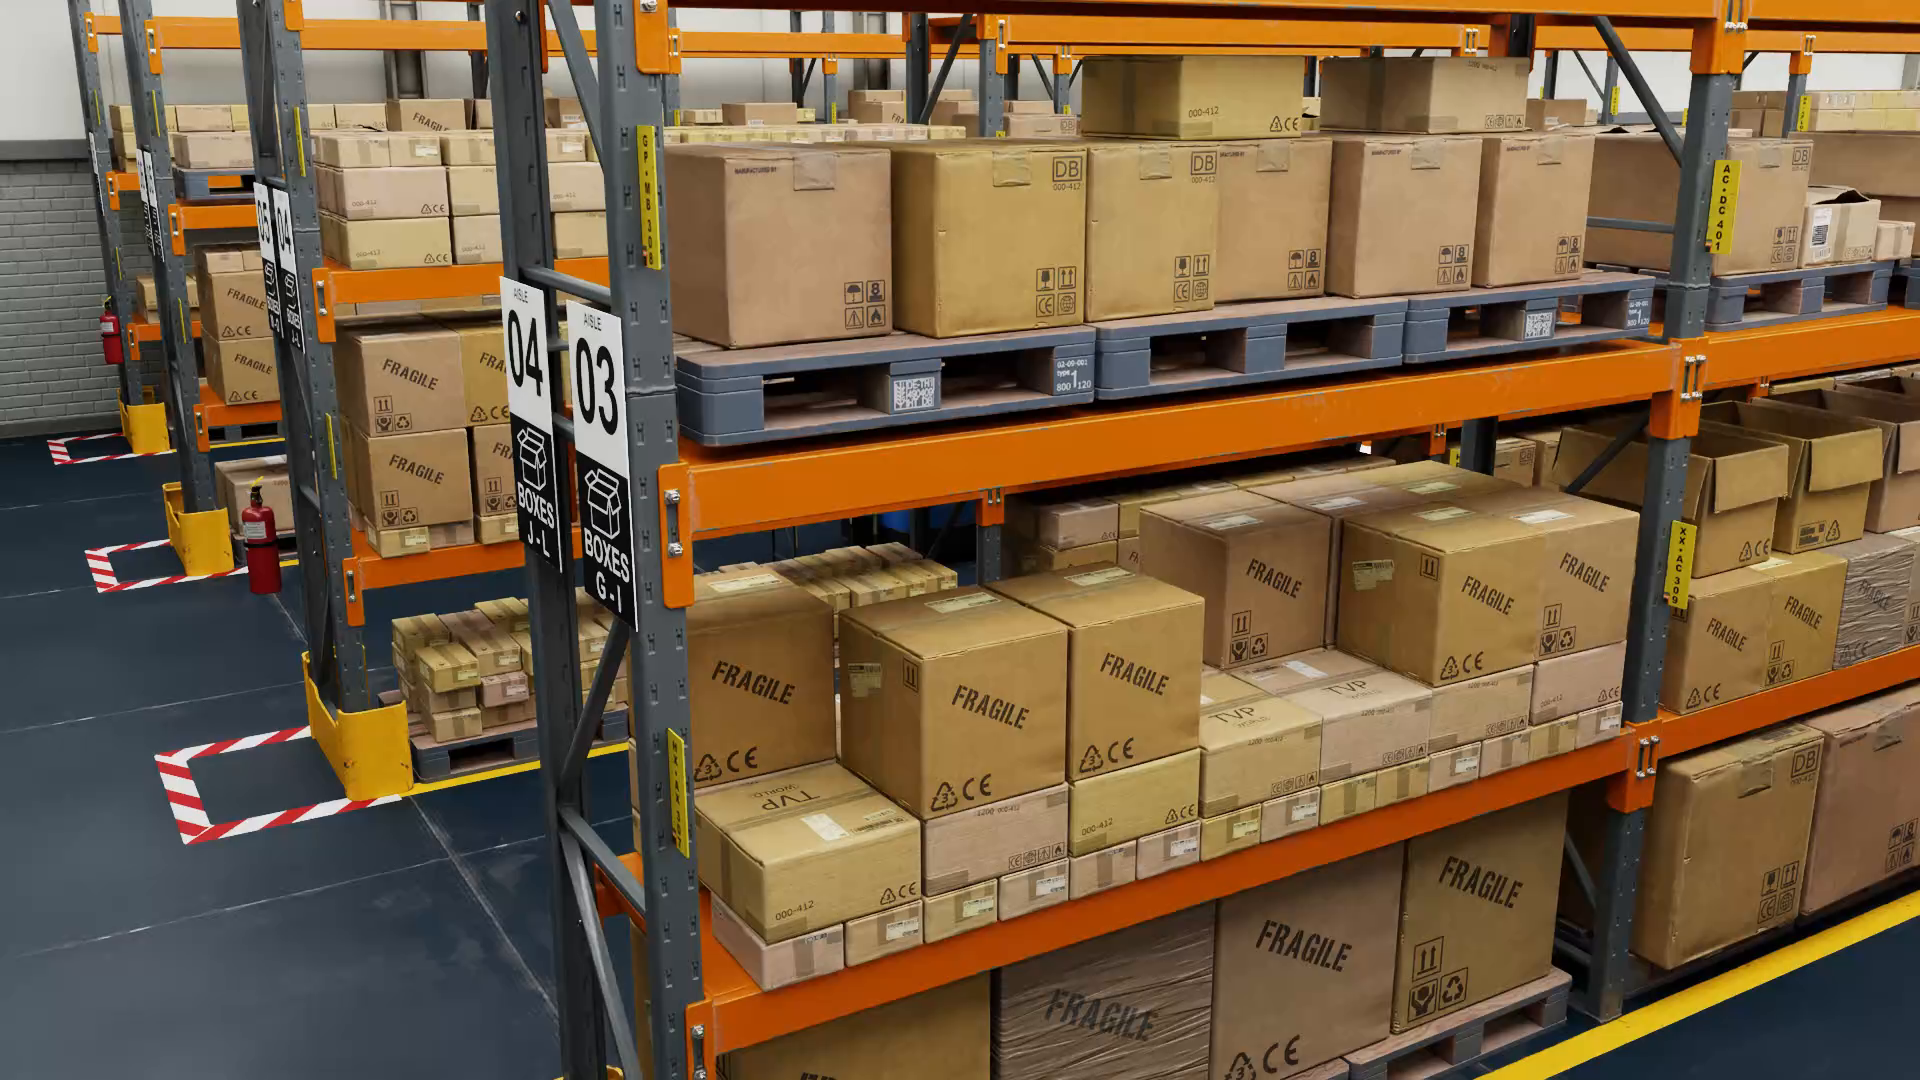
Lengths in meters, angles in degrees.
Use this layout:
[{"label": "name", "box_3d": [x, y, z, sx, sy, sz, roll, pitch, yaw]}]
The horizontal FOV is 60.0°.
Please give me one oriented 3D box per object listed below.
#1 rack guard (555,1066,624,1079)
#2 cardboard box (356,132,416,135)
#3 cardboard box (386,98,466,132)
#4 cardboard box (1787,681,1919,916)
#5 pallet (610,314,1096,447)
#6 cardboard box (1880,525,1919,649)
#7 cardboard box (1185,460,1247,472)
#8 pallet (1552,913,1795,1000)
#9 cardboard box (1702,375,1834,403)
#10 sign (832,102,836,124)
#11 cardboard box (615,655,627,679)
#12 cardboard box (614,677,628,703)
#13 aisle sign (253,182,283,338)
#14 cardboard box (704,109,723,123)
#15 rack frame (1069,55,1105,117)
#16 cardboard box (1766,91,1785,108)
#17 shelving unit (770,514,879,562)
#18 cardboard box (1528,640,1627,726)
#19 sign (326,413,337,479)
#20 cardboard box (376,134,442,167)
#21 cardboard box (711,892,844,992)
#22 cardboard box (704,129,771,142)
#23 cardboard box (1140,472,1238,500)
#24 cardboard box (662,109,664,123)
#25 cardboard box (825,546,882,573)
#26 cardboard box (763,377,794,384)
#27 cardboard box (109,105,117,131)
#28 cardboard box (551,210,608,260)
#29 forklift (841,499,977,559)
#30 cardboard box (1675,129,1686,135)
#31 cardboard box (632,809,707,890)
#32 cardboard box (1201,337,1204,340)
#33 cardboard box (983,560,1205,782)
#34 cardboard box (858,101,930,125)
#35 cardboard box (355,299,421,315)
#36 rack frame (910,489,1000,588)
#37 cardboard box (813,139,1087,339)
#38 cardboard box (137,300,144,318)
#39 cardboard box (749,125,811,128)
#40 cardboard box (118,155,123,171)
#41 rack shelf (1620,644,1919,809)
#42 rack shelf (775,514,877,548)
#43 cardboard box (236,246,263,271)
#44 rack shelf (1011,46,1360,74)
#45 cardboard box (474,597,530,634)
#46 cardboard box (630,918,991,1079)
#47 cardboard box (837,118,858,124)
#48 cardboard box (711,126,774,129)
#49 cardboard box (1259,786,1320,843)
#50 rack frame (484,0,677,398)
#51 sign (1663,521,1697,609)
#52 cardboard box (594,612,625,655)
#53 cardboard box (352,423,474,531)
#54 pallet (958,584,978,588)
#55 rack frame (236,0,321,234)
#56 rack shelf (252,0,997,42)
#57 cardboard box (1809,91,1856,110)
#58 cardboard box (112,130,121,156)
[{"label": "rack guard", "box_3d": [-1.026, 2.184, 5.191, 0.348, 0.500, 1.175, -9, 18, -30]}, {"label": "cardboard box", "box_3d": [-3.089, -2.120, 8.970, 0.250, 0.149, 0.380, -9, 18, -29]}, {"label": "cardboard box", "box_3d": [-4.304, -3.304, 13.432, 0.500, 0.500, 0.500, -9, 18, -29]}, {"label": "cardboard box", "box_3d": [3.727, 1.024, 7.857, 0.875, 0.875, 1.225, -10, 18, -32]}, {"label": "pallet", "box_3d": [-0.375, -0.530, 4.849, 1.213, 0.211, 1.003, -9, 18, -30]}, {"label": "cardboard box", "box_3d": [4.247, 0.155, 7.616, 0.500, 0.500, 0.500, -9, 18, -29]}, {"label": "cardboard box", "box_3d": [1.803, -0.480, 12.528, 0.500, 0.250, 0.500, -9, 18, -29]}, {"label": "pallet", "box_3d": [3.046, 1.639, 7.670, 1.213, 0.211, 1.003, -9, 18, -30]}, {"label": "cardboard box", "box_3d": [7.388, -1.103, 15.445, 0.875, 0.875, 0.875, -9, 18, -29]}, {"label": "sign", "box_3d": [-1.533, -5.143, 20.184, 0.005, 0.325, 0.100, -9, 18, -30]}, {"label": "cardboard box", "box_3d": [-2.009, 0.681, 9.877, 0.250, 0.149, 0.380, -10, 19, -32]}, {"label": "cardboard box", "box_3d": [-2.022, 0.828, 9.901, 0.250, 0.149, 0.380, -9, 18, -30]}, {"label": "aisle sign", "box_3d": [-3.690, -1.495, 8.870, 0.004, 0.787, 0.394, -9, 18, -30]}, {"label": "cardboard box", "box_3d": [-2.850, -5.022, 19.698, 0.250, 0.149, 0.380, -10, 18, -31]}, {"label": "rack frame", "box_3d": [1.618, -7.020, 22.281, 0.127, 3.000, 1.000, -9, 18, -30]}, {"label": "cardboard box", "box_3d": [7.179, -3.970, 14.981, 0.250, 0.149, 0.380, -9, 18, -30]}, {"label": "shelving unit", "box_3d": [-1.071, -0.529, 13.017, 0.755, 1.500, 0.431, -10, 19, -32]}, {"label": "cardboard box", "box_3d": [2.180, 0.472, 6.394, 0.500, 0.250, 0.500, -10, 18, -31]}, {"label": "sign", "box_3d": [-3.193, -0.476, 8.445, 0.005, 0.325, 0.100, -9, 18, -30]}, {"label": "cardboard box", "box_3d": [-2.850, -2.013, 8.588, 0.250, 0.149, 0.380, -8, 18, -27]}, {"label": "cardboard box", "box_3d": [-0.531, 1.125, 4.803, 0.250, 0.149, 0.380, -9, 18, -29]}, {"label": "cardboard box", "box_3d": [-1.267, -2.253, 9.444, 0.250, 0.149, 0.380, -9, 18, -30]}, {"label": "cardboard box", "box_3d": [1.620, -0.286, 11.836, 0.500, 0.250, 0.500, -8, 18, -28]}, {"label": "cardboard box", "box_3d": [-3.468, -4.904, 19.241, 0.250, 0.149, 0.380, -9, 18, -29]}, {"label": "cardboard box", "box_3d": [-0.713, 0.168, 11.153, 0.250, 0.149, 0.380, -8, 18, -27]}, {"label": "cardboard box", "box_3d": [-1.194, -1.144, 9.845, 0.500, 0.500, 0.500, -9, 18, -28]}, {"label": "cardboard box", "box_3d": [-8.431, -4.346, 17.099, 0.500, 0.250, 0.500, -10, 18, -31]}, {"label": "cardboard box", "box_3d": [-2.068, -1.706, 9.160, 0.500, 0.250, 0.500, -10, 18, -32]}, {"label": "forklift", "box_3d": [0.526, -1.505, 13.847, 3.031, 2.935, 1.130, -10, 19, -32]}, {"label": "cardboard box", "box_3d": [5.868, -3.252, 13.712, 0.500, 0.250, 0.500, -9, 18, -30]}, {"label": "cardboard box", "box_3d": [-0.870, 0.973, 5.348, 0.250, 0.149, 0.380, -9, 18, -29]}, {"label": "cardboard box", "box_3d": [1.547, -1.428, 12.031, 0.250, 0.149, 0.380, -10, 18, -30]}, {"label": "cardboard box", "box_3d": [0.415, 0.398, 5.270, 0.500, 0.500, 0.500, -10, 18, -31]}, {"label": "cardboard box", "box_3d": [-0.613, -3.810, 15.424, 0.500, 0.500, 0.500, -9, 18, -29]}, {"label": "cardboard box", "box_3d": [-4.674, -1.993, 13.423, 0.500, 0.500, 0.500, -9, 18, -30]}, {"label": "rack frame", "box_3d": [-0.044, -0.740, 10.993, 0.127, 3.000, 1.000, -9, 18, -30]}, {"label": "cardboard box", "box_3d": [-0.043, -0.900, 4.859, 0.500, 0.500, 0.700, -10, 19, -32]}, {"label": "cardboard box", "box_3d": [-8.523, -2.451, 17.560, 0.250, 0.149, 0.380, -9, 18, -30]}, {"label": "cardboard box", "box_3d": [-1.101, -2.457, 10.173, 0.250, 0.149, 0.380, -10, 18, -31]}, {"label": "cardboard box", "box_3d": [-8.513, -3.885, 17.119, 0.250, 0.149, 0.380, -9, 18, -28]}, {"label": "rack shelf", "box_3d": [4.138, 0.490, 7.938, 4.000, 0.370, 1.077, -9, 18, -30]}, {"label": "rack shelf", "box_3d": [-1.071, -0.215, 13.105, 0.720, 0.370, 0.431, -10, 19, -32]}, {"label": "cardboard box", "box_3d": [-5.474, -2.196, 12.945, 0.250, 0.149, 0.380, -9, 18, -28]}, {"label": "rack shelf", "box_3d": [2.463, -5.055, 17.345, 4.000, 0.370, 1.077, -9, 18, -30]}, {"label": "cardboard box", "box_3d": [-2.748, 0.481, 10.040, 0.250, 0.149, 0.380, -10, 18, -31]}, {"label": "cardboard box", "box_3d": [-0.498, 1.691, 5.479, 0.875, 0.875, 0.875, -9, 18, -30]}, {"label": "cardboard box", "box_3d": [-1.356, -5.136, 20.586, 0.250, 0.166, 0.380, -9, 18, -30]}, {"label": "cardboard box", "box_3d": [-1.312, -2.416, 10.028, 0.250, 0.149, 0.380, -10, 18, -31]}, {"label": "cardboard box", "box_3d": [1.011, 0.874, 5.699, 0.250, 0.149, 0.380, -9, 18, -29]}, {"label": "rack frame", "box_3d": [-1.005, -1.911, 4.056, 0.127, 3.000, 1.000, -9, 18, -30]}, {"label": "sign", "box_3d": [2.711, 0.095, 6.264, 0.005, 0.325, 0.100, -9, 18, -30]}, {"label": "cardboard box", "box_3d": [-1.980, 0.544, 9.813, 0.250, 0.149, 0.380, -8, 18, -28]}, {"label": "cardboard box", "box_3d": [-2.946, -0.374, 8.951, 0.500, 0.500, 0.500, -8, 18, -27]}, {"label": "pallet", "box_3d": [0.622, 0.494, 11.757, 1.213, 0.211, 1.003, -9, 18, -30]}, {"label": "rack frame", "box_3d": [-3.473, -3.073, 8.200, 0.127, 3.000, 1.000, -9, 18, -30]}, {"label": "rack shelf", "box_3d": [-1.759, -3.003, 9.289, 4.000, 0.370, 1.077, -9, 18, -30]}, {"label": "cardboard box", "box_3d": [7.519, -3.818, 14.439, 0.250, 0.149, 0.380, -9, 18, -30]}, {"label": "cardboard box", "box_3d": [-8.427, -4.103, 17.161, 0.500, 0.250, 0.500, -10, 18, -31]}]
